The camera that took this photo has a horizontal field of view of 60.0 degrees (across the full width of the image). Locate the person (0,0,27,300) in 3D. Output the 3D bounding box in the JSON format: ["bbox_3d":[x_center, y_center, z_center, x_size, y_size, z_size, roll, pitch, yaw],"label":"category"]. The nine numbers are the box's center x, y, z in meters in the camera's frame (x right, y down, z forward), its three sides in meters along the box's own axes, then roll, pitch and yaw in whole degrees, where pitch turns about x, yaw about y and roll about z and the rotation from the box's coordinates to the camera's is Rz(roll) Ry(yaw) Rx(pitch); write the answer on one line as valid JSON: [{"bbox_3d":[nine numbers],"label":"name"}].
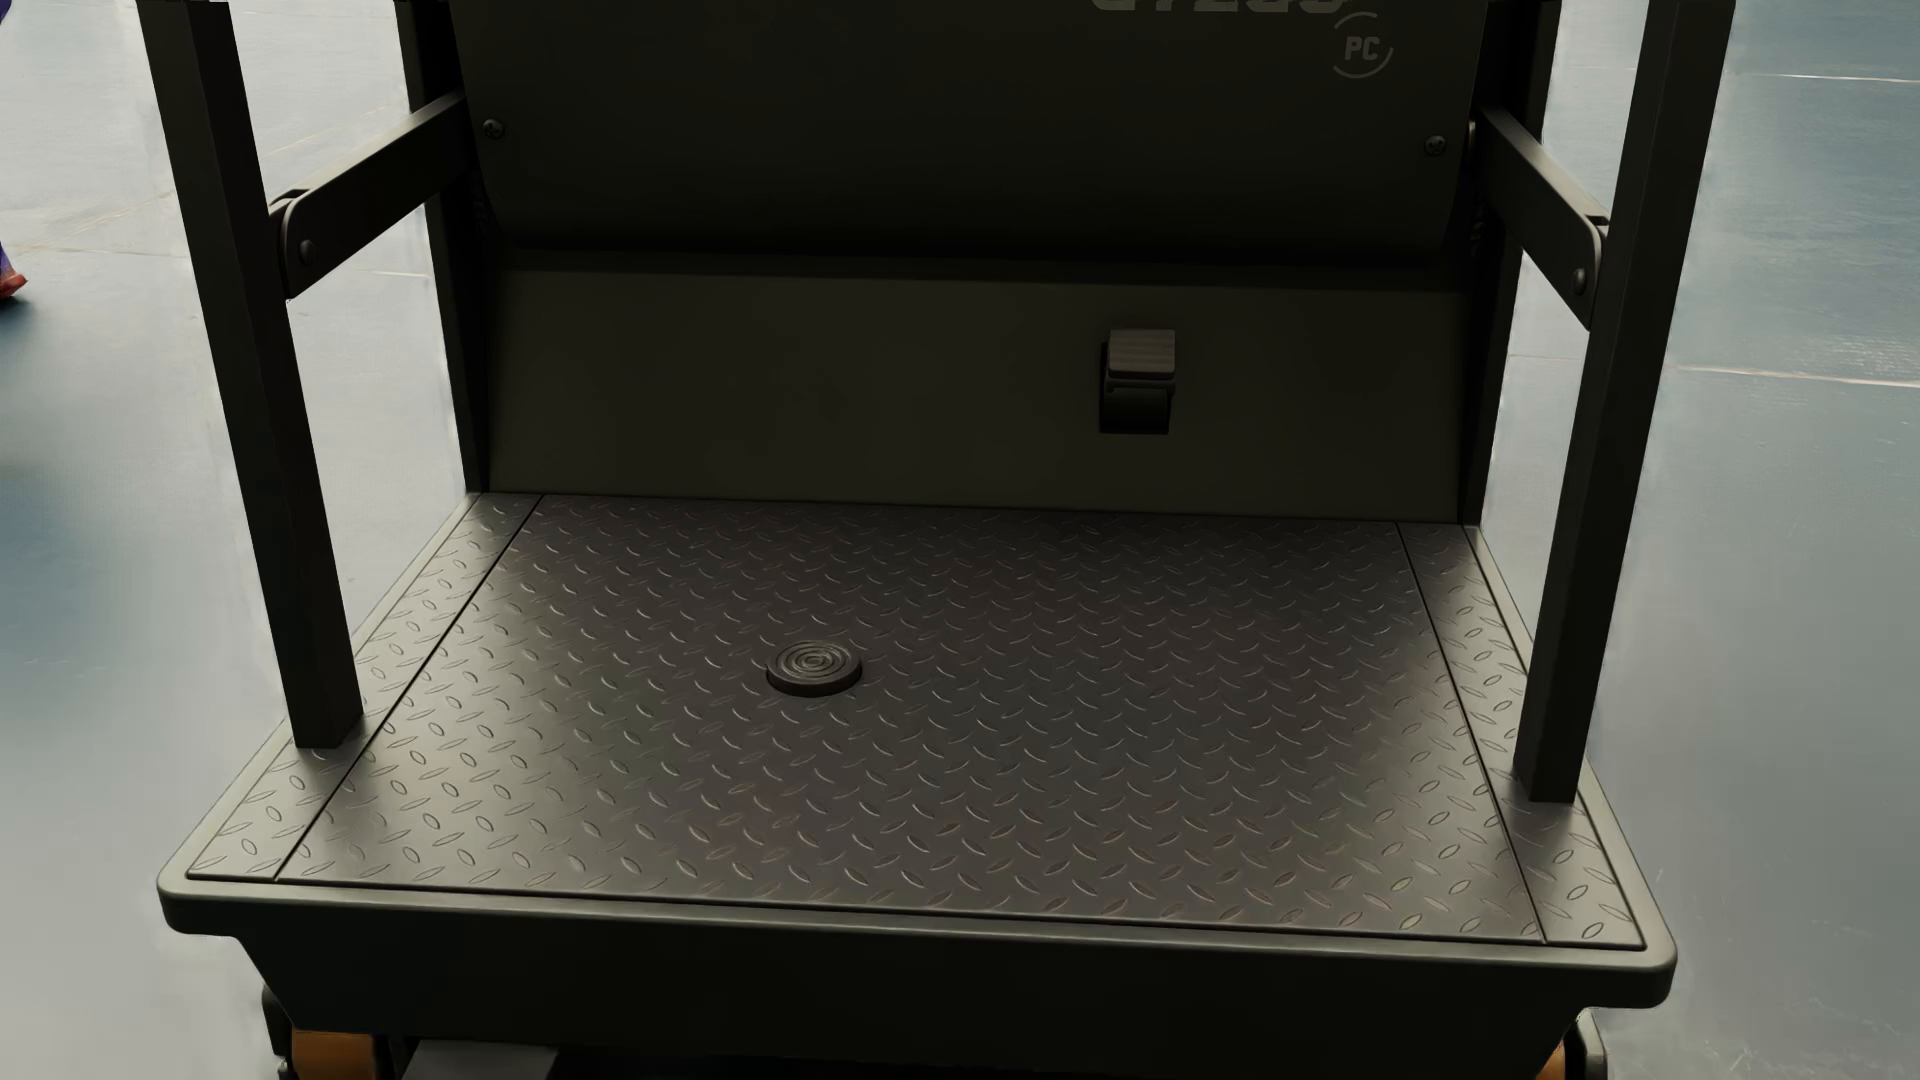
[{"bbox_3d":[-1.899,-0.968,2.867,0.526,1.579,1.125,-3,27,-5],"label":"person"}]

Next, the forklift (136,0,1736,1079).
[{"bbox_3d":[-0.012,-0.930,1.089,1.130,2.935,3.031,2,27,4],"label":"forklift"}]
